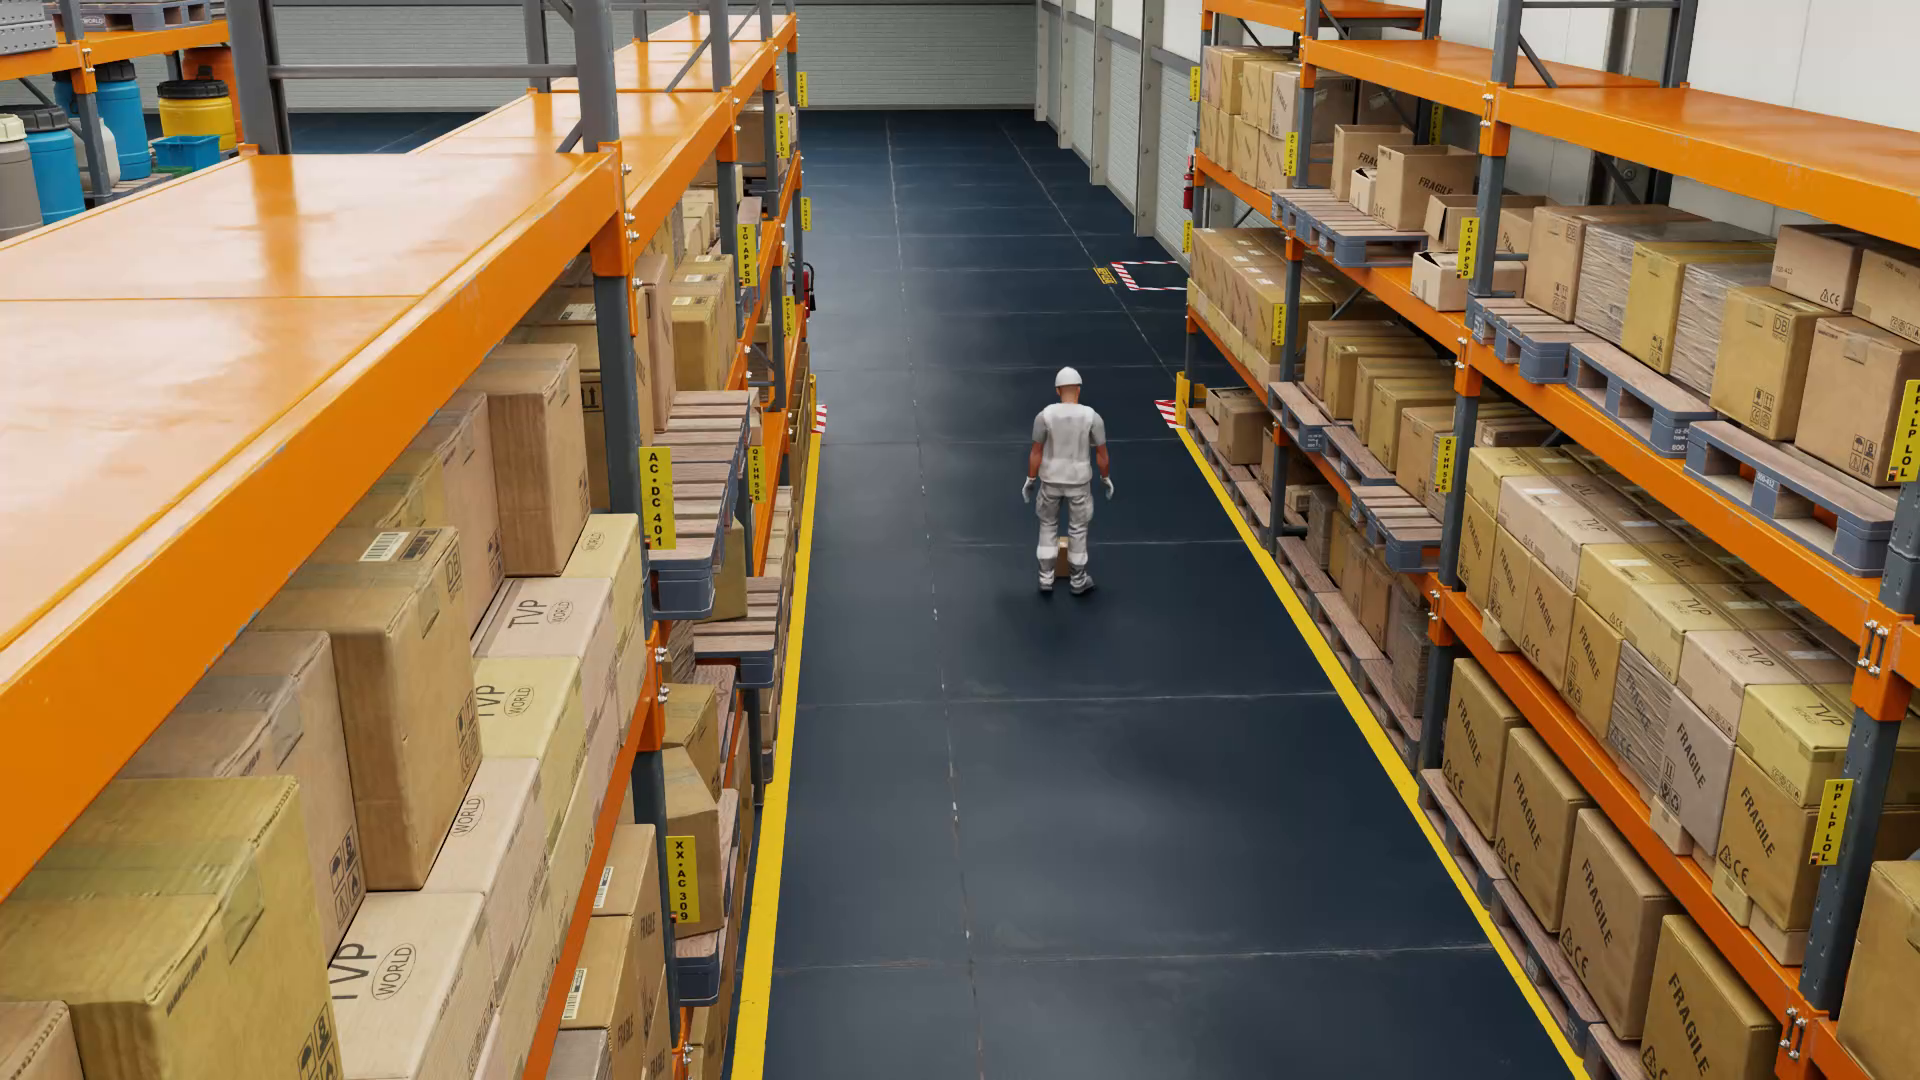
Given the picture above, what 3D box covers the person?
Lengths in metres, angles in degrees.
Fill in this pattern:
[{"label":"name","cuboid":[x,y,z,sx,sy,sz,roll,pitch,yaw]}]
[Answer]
[{"label":"person","cuboid":[0.828,-0.432,12.699,0.681,1.819,0.397,3,20,7]}]
